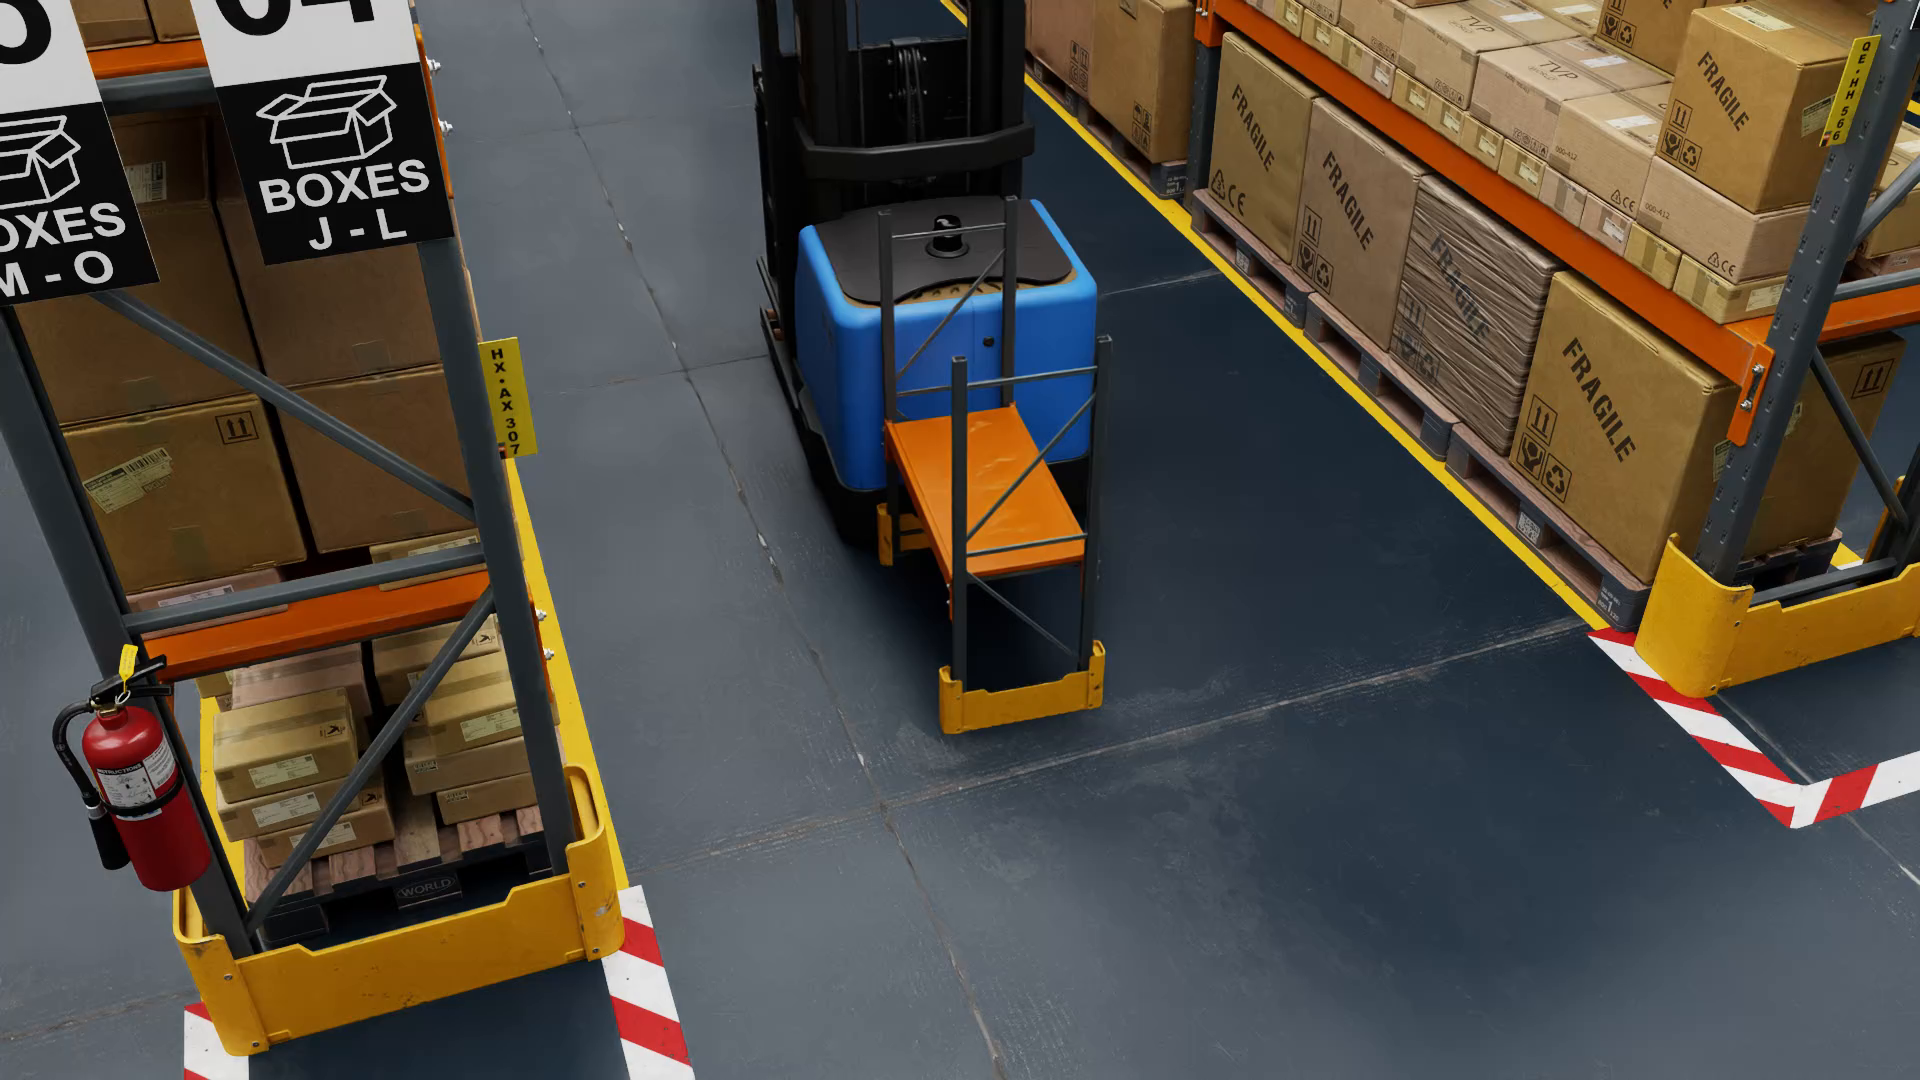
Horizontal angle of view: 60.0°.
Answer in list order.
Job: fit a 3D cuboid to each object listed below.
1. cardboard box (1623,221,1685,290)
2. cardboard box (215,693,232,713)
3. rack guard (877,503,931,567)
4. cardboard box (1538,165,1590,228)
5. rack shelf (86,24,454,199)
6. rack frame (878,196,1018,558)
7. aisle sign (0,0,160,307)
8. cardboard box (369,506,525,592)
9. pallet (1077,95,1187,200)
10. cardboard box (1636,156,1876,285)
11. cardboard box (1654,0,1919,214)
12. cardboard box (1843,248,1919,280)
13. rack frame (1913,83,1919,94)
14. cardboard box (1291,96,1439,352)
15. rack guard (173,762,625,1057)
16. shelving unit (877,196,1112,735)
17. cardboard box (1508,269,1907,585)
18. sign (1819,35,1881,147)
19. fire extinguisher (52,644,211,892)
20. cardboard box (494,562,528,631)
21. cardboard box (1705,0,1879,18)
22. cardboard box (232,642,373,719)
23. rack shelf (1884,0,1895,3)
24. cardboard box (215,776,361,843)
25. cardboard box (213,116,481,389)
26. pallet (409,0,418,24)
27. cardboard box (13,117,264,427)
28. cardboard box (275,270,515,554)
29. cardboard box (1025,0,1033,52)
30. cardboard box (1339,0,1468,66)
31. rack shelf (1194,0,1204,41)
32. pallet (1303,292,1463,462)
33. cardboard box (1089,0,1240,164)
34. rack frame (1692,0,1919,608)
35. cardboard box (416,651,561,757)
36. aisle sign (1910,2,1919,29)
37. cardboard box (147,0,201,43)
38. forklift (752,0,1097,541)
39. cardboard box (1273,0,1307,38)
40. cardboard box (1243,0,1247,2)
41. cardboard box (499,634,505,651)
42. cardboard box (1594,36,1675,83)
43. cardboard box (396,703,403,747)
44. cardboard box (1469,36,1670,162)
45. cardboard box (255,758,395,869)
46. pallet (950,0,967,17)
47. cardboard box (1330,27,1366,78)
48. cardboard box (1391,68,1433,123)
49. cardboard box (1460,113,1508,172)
[{"bbox_3d":[2.575,-1.026,5.828,0.380,0.149,0.250,-12,39,-15],"label":"cardboard box"},{"bbox_3d":[-2.225,0.443,5.442,0.380,0.149,0.250,-14,39,-18],"label":"cardboard box"},{"bbox_3d":[-0.036,-0.060,6.622,0.587,0.250,0.087,-9,38,-12],"label":"rack guard"},{"bbox_3d":[2.404,-1.310,6.205,0.380,0.149,0.250,-12,39,-15],"label":"cardboard box"},{"bbox_3d":[-2.283,-1.918,4.907,1.077,0.370,4.000,-12,39,-16],"label":"rack shelf"},{"bbox_3d":[-0.041,-0.571,6.261,0.500,1.500,0.032,-9,38,-12],"label":"rack frame"},{"bbox_3d":[-1.851,-0.812,3.174,0.394,0.787,0.004,-12,39,-16],"label":"aisle sign"},{"bbox_3d":[-1.398,-0.027,4.502,0.380,0.149,0.250,-13,39,-16],"label":"cardboard box"},{"bbox_3d":[1.385,-2.413,9.778,1.003,0.211,1.213,-12,39,-16],"label":"pallet"},{"bbox_3d":[2.681,-1.125,5.627,0.500,0.250,0.500,-13,39,-17],"label":"cardboard box"},{"bbox_3d":[2.683,-1.426,5.404,0.500,0.500,0.500,-12,39,-15],"label":"cardboard box"},{"bbox_3d":[3.285,-1.015,5.814,0.380,0.149,0.250,-12,39,-15],"label":"cardboard box"},{"bbox_3d":[6.371,-4.132,9.742,1.000,3.000,0.127,-12,39,-16],"label":"rack frame"},{"bbox_3d":[2.183,-1.528,7.702,0.875,0.875,0.875,-12,39,-16],"label":"cardboard box"},{"bbox_3d":[-1.621,1.079,4.903,1.175,0.500,0.348,-12,39,-16],"label":"rack guard"},{"bbox_3d":[0.091,-0.270,5.862,0.587,1.500,1.083,-9,38,-12],"label":"shelving unit"},{"bbox_3d":[2.802,-0.511,6.352,0.875,0.875,0.875,-12,39,-16],"label":"cardboard box"},{"bbox_3d":[2.583,-1.299,4.823,0.100,0.325,0.005,-12,39,-16],"label":"sign"},{"bbox_3d":[-1.941,0.541,3.913,0.296,0.674,0.183,-12,39,-16],"label":"fire extinguisher"},{"bbox_3d":[-1.630,0.190,5.530,0.380,0.149,0.250,-13,39,-16],"label":"cardboard box"},{"bbox_3d":[3.014,-1.815,5.920,0.500,0.500,0.500,-13,39,-17],"label":"cardboard box"},{"bbox_3d":[-2.047,0.456,5.178,0.380,0.149,0.250,-12,39,-15],"label":"cardboard box"},{"bbox_3d":[2.409,-2.887,6.195,1.077,0.370,4.000,-12,39,-16],"label":"rack shelf"},{"bbox_3d":[-2.044,0.736,5.053,0.380,0.149,0.250,-13,39,-17],"label":"cardboard box"},{"bbox_3d":[-1.500,-0.744,4.083,0.500,0.500,0.500,-13,39,-16],"label":"cardboard box"},{"bbox_3d":[-3.097,-2.522,7.764,1.003,0.211,1.213,-12,39,-16],"label":"pallet"},{"bbox_3d":[-1.986,-0.642,3.948,0.500,0.500,0.500,-13,39,-17],"label":"cardboard box"},{"bbox_3d":[-1.490,-0.347,4.387,0.500,0.500,0.500,-11,38,-14],"label":"cardboard box"},{"bbox_3d":[0.862,-3.786,10.700,1.225,0.875,0.875,-12,39,-16],"label":"cardboard box"},{"bbox_3d":[1.987,-2.272,7.151,0.500,0.250,0.500,-12,38,-15],"label":"cardboard box"},{"bbox_3d":[1.033,-3.949,10.097,1.077,0.370,4.000,-12,39,-16],"label":"rack shelf"},{"bbox_3d":[2.333,-0.857,7.712,1.003,0.211,1.213,-12,39,-16],"label":"pallet"},{"bbox_3d":[1.482,-2.783,9.368,1.225,0.875,0.875,-12,39,-16],"label":"cardboard box"},{"bbox_3d":[3.097,-0.847,5.381,1.000,3.000,0.127,-12,39,-16],"label":"rack frame"},{"bbox_3d":[-1.456,0.490,5.132,0.380,0.149,0.250,-14,39,-18],"label":"cardboard box"},{"bbox_3d":[2.840,-1.782,4.463,0.394,0.787,0.004,-12,39,-16],"label":"aisle sign"},{"bbox_3d":[-1.509,-1.322,3.643,0.500,0.250,0.500,-11,38,-14],"label":"cardboard box"},{"bbox_3d":[-0.333,-2.058,7.046,1.130,2.935,3.031,-9,38,-12],"label":"forklift"},{"bbox_3d":[1.692,-2.473,7.749,0.380,0.149,0.250,-11,38,-14],"label":"cardboard box"},{"bbox_3d":[1.510,-2.770,8.143,0.380,0.149,0.250,-12,39,-16],"label":"cardboard box"},{"bbox_3d":[-1.575,0.460,5.420,0.380,0.149,0.250,-13,39,-16],"label":"cardboard box"},{"bbox_3d":[2.831,-1.810,6.537,0.500,0.250,0.500,-14,39,-17],"label":"cardboard box"},{"bbox_3d":[-1.641,0.601,5.480,0.380,0.149,0.250,-13,39,-16],"label":"cardboard box"},{"bbox_3d":[2.332,-1.699,6.389,0.500,0.250,0.500,-14,39,-17],"label":"cardboard box"},{"bbox_3d":[-1.971,0.840,5.162,0.380,0.149,0.250,-12,39,-15],"label":"cardboard box"},{"bbox_3d":[0.545,-3.791,11.608,1.003,0.211,1.213,-12,39,-16],"label":"pallet"},{"bbox_3d":[1.872,-2.180,7.360,0.380,0.149,0.250,-13,39,-17],"label":"cardboard box"},{"bbox_3d":[2.048,-1.890,6.975,0.380,0.149,0.250,-14,39,-17],"label":"cardboard box"},{"bbox_3d":[2.223,-1.603,6.593,0.380,0.149,0.250,-12,39,-16],"label":"cardboard box"}]
